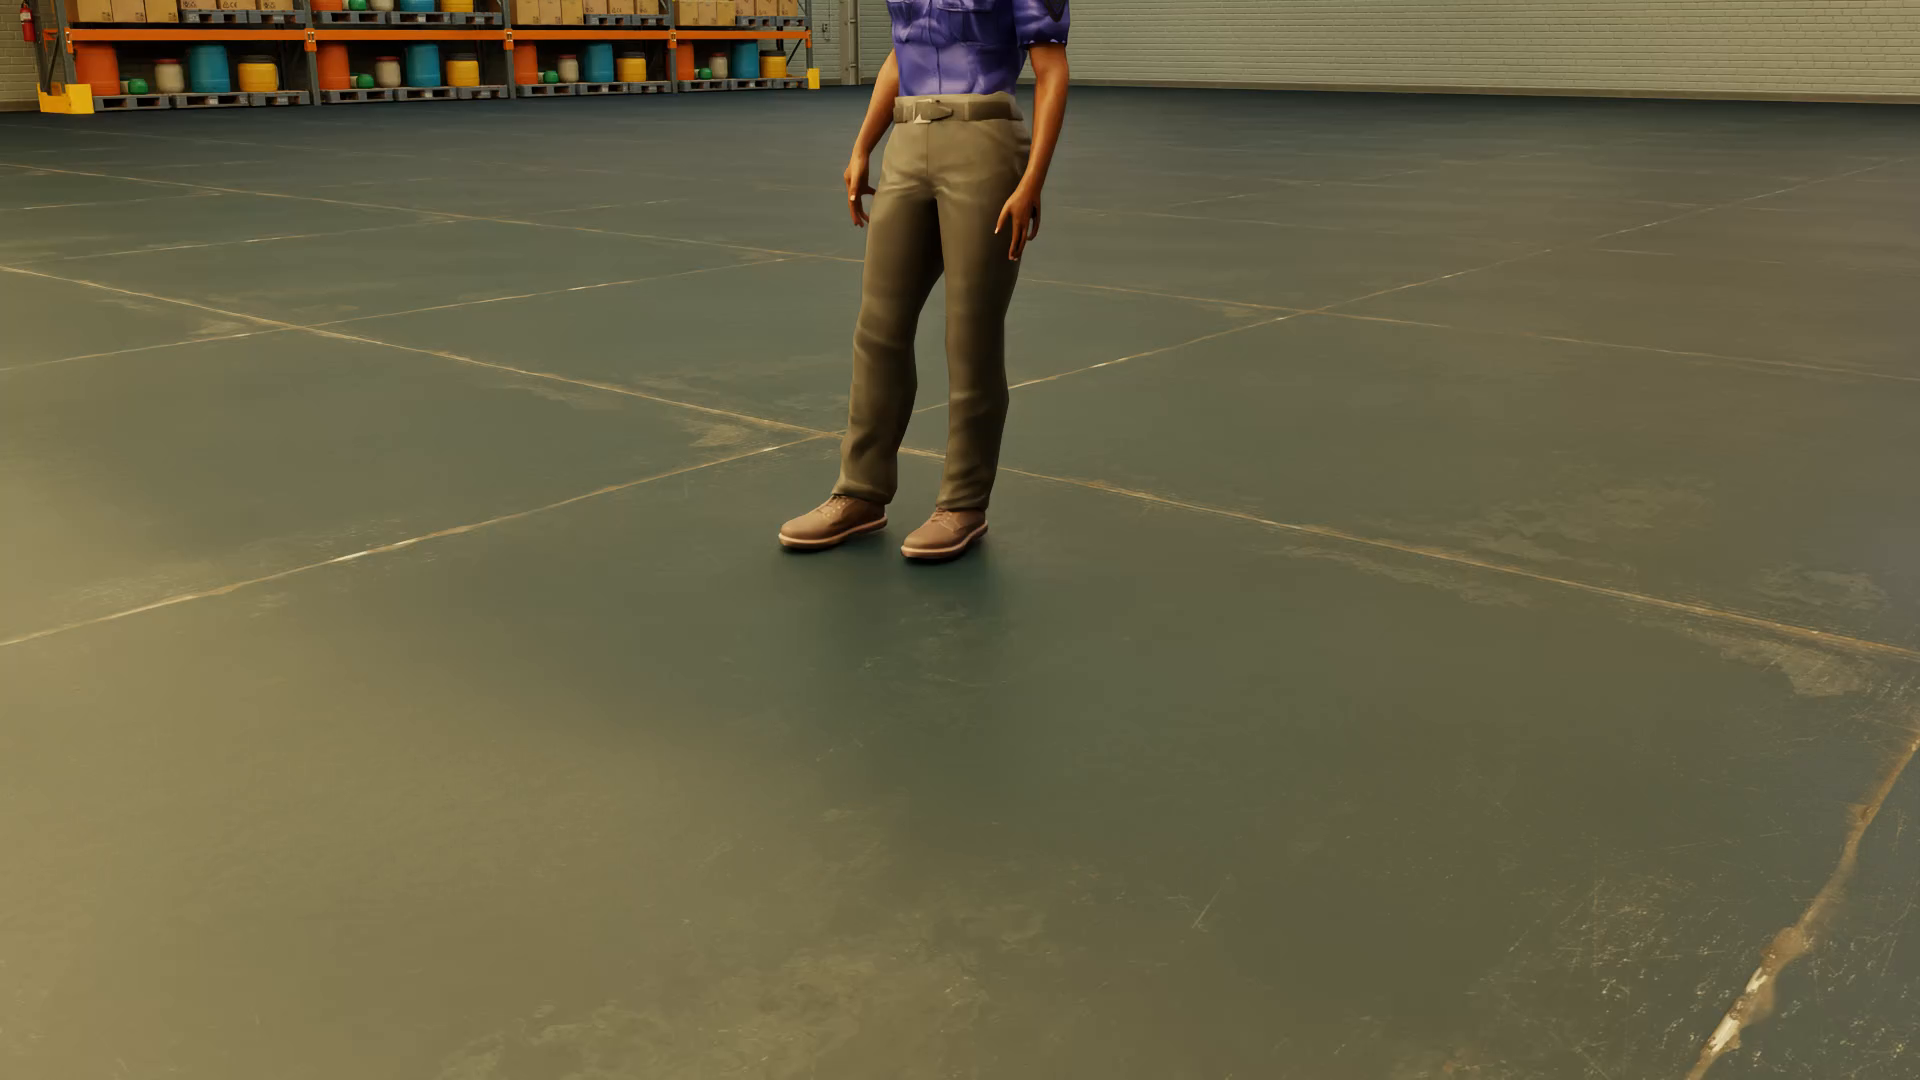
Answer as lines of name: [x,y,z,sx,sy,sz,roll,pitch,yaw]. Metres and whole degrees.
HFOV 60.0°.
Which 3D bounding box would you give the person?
person: [-0.071,-0.782,3.647,0.569,1.654,0.504,13,21,37]
